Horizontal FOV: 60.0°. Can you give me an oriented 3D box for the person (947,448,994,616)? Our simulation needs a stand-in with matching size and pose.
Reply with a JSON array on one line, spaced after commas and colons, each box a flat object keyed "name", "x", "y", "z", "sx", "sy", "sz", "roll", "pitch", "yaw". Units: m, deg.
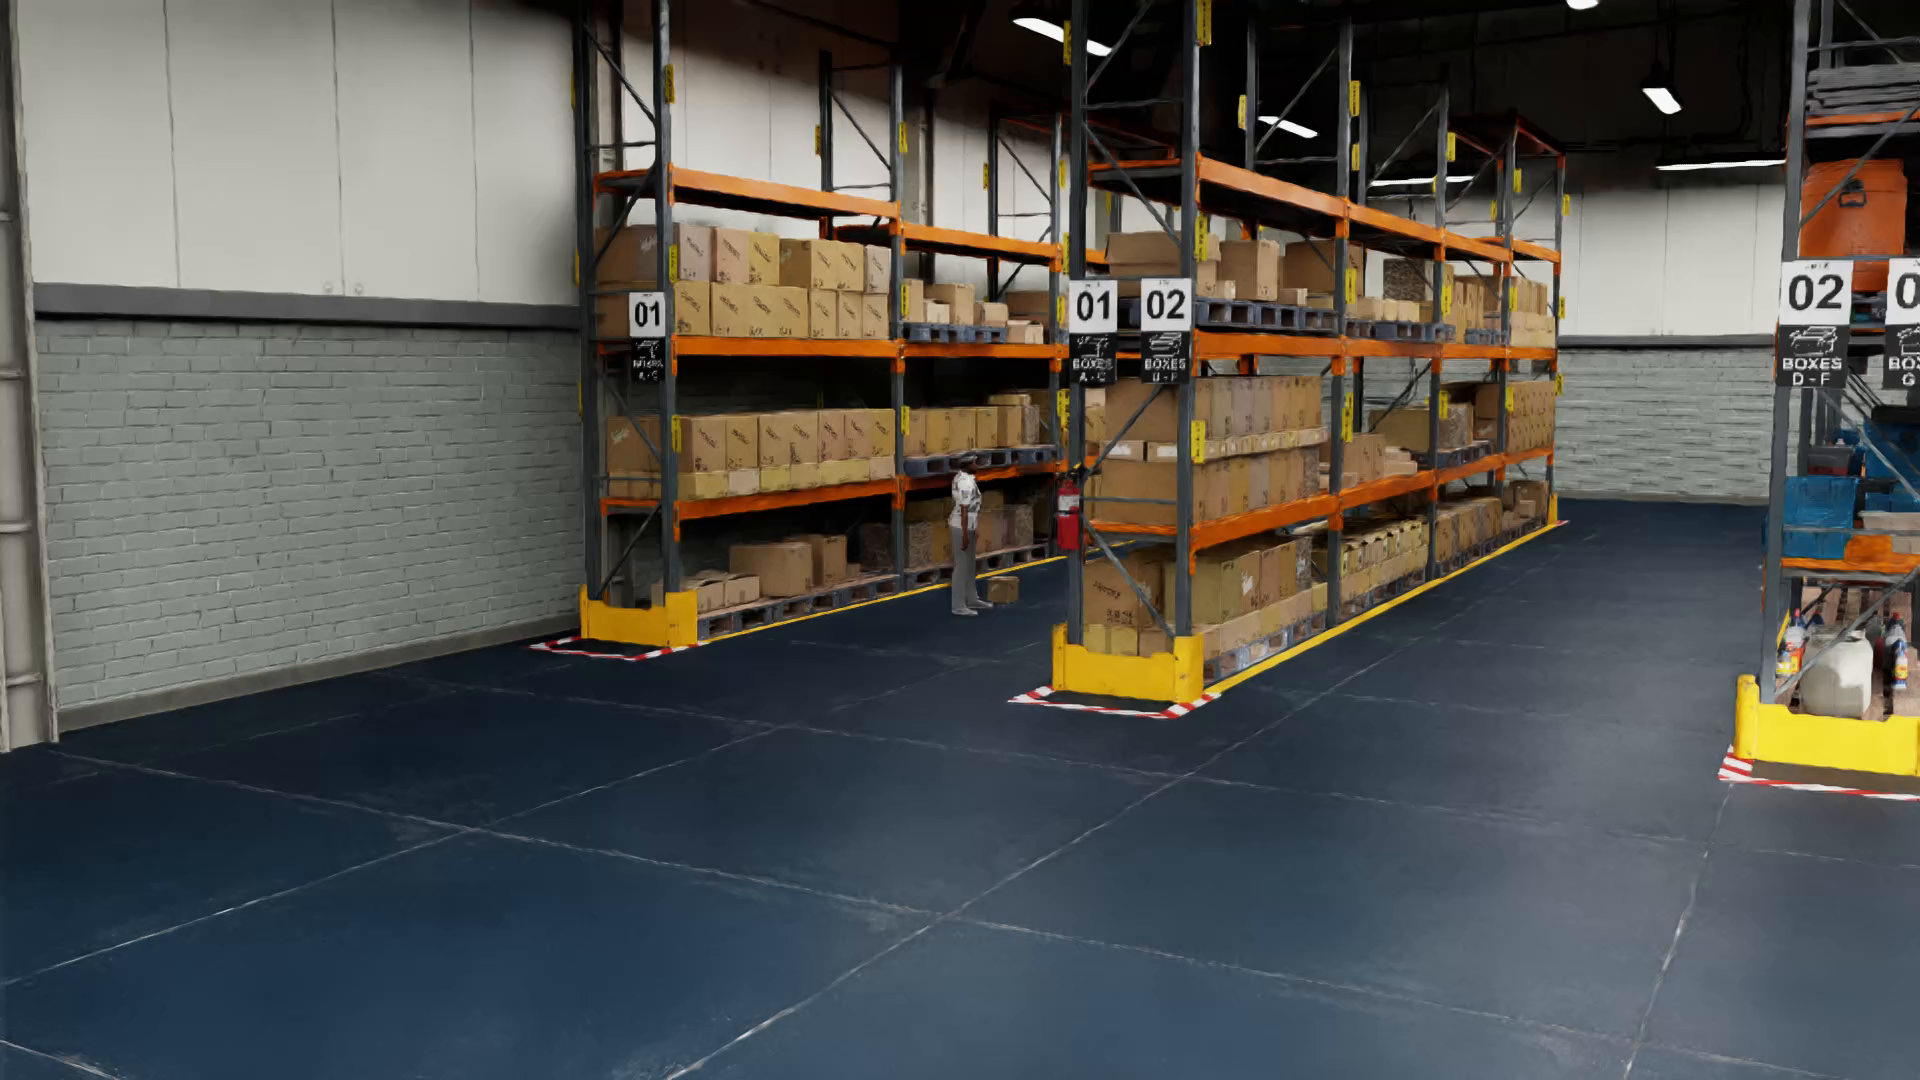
[{"name": "person", "x": 0.114, "y": -0.088, "z": 16.943, "sx": 0.484, "sy": 1.685, "sz": 0.508, "roll": 0, "pitch": 6, "yaw": -4}]
